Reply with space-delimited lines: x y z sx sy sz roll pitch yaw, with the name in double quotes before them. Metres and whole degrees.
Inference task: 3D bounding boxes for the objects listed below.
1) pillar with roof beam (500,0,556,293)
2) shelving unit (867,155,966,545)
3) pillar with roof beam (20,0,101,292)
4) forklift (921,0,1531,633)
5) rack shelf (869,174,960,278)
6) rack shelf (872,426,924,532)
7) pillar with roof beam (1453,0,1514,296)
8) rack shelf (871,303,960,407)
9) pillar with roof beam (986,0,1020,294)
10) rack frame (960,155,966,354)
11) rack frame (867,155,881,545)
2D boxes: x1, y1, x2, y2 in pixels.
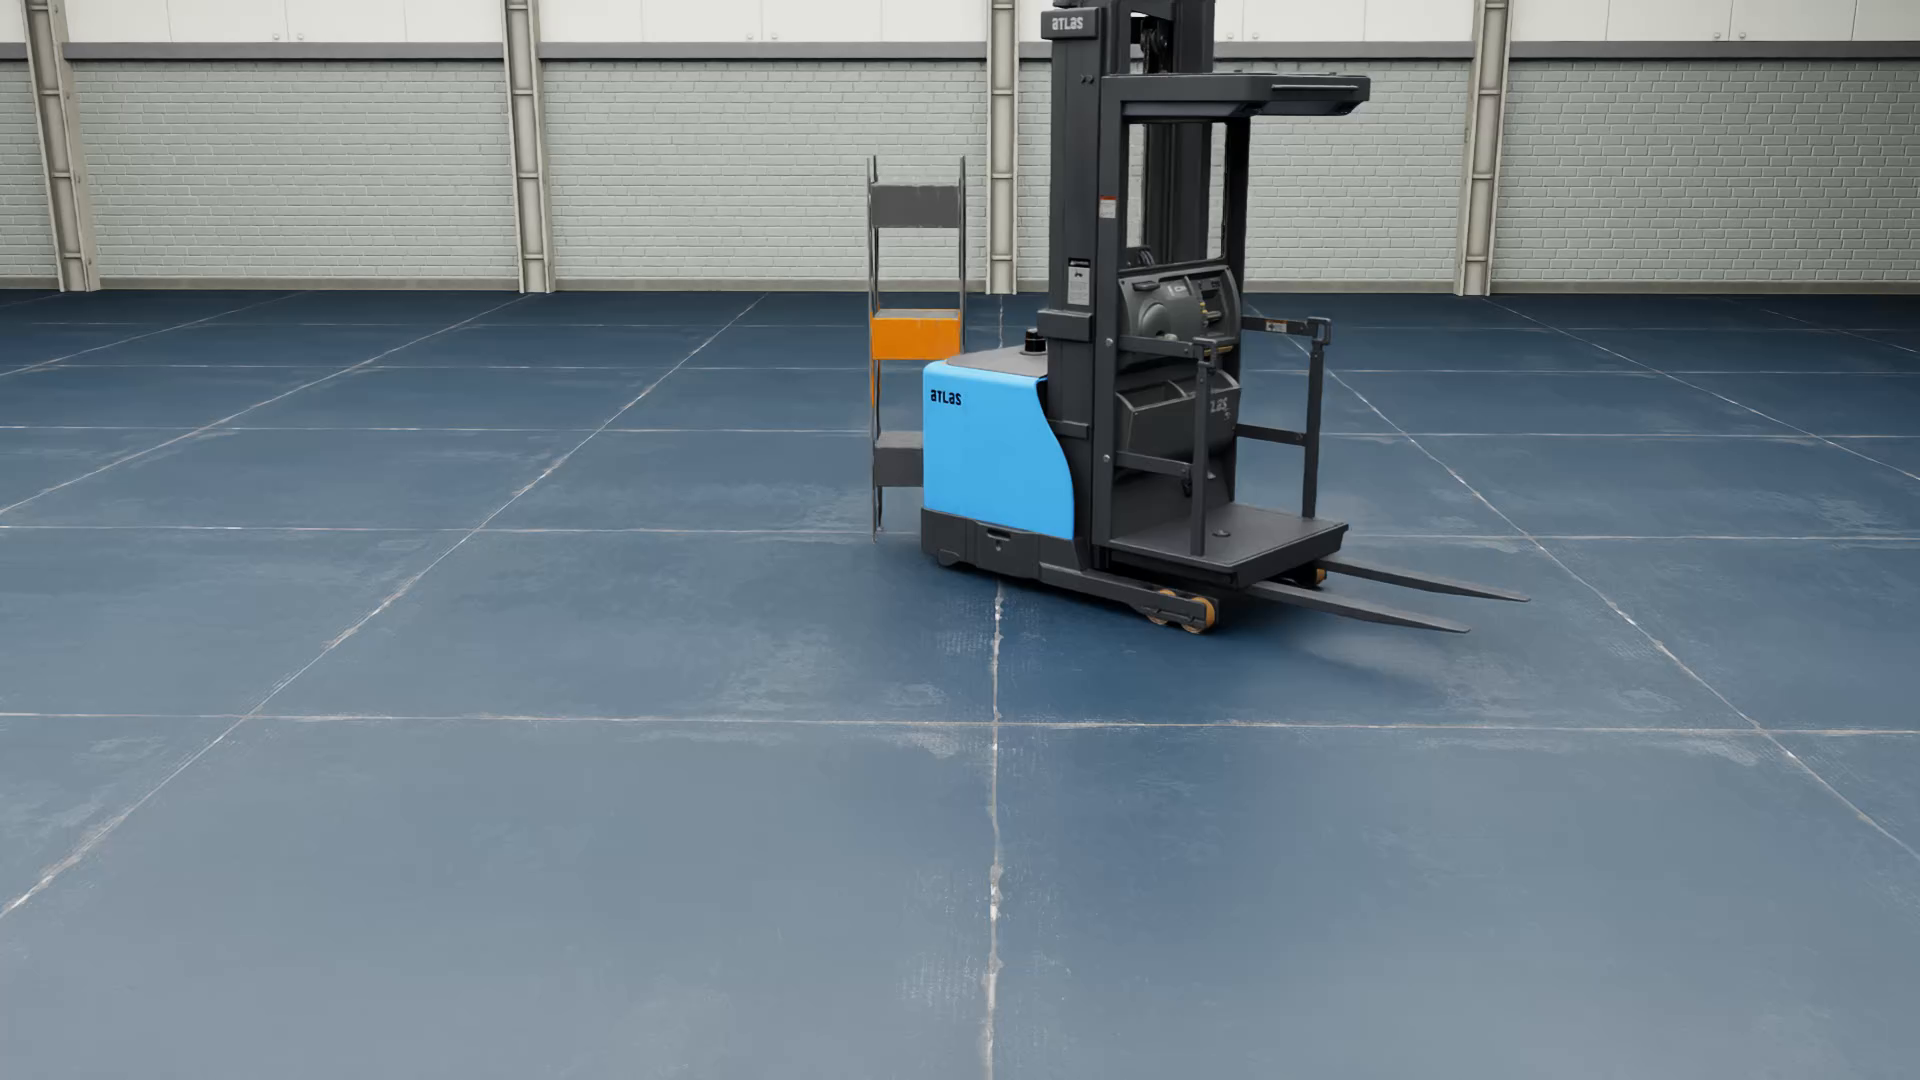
"pillar with roof beam" -5.576 -6.472 16.231 0.400 9.000 9.100 0 15 1
"shelving unit" -0.228 -1.033 9.139 0.503 2.100 0.431 1 15 3
"pillar with roof beam" -11.574 -6.511 16.379 0.400 9.000 9.100 0 15 1
"forklift" 1.225 -1.136 7.901 3.031 2.935 1.130 13 20 40
"rack shelf" -0.228 -1.697 8.964 0.480 0.518 0.431 1 15 3
"rack shelf" -0.228 -0.343 9.321 0.480 0.518 0.431 1 15 3
"pillar with roof beam" 6.420 -6.394 15.935 0.400 9.000 9.100 0 15 1
"rack shelf" -0.228 -1.020 9.143 0.480 0.518 0.431 1 15 3
"pillar with roof beam" 0.422 -6.433 16.083 0.400 9.000 9.100 0 15 1
"rack frame" 0.016 -1.030 9.128 0.015 2.100 0.400 1 15 3
"rack frame" -0.472 -1.036 9.151 0.015 2.100 0.400 1 15 3
